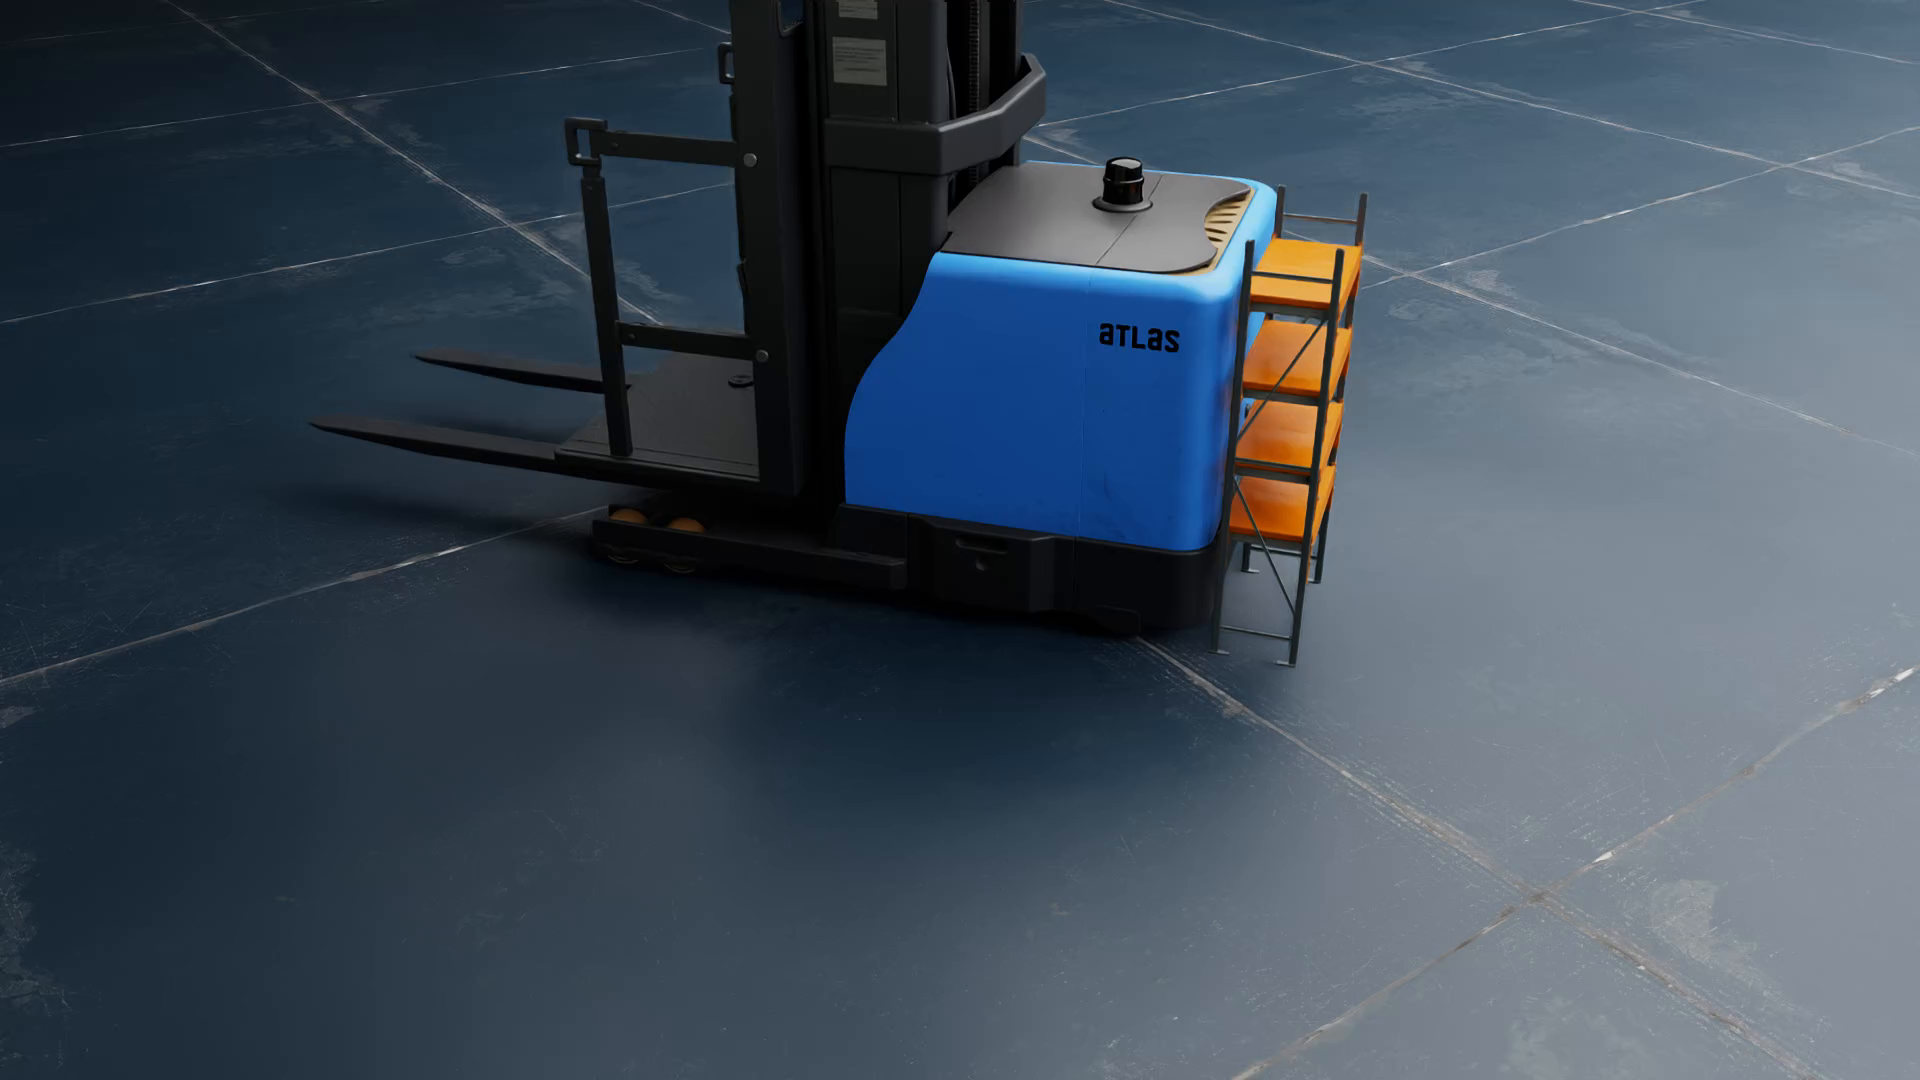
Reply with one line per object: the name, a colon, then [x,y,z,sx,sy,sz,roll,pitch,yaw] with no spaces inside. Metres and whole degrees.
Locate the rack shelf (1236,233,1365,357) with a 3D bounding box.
rack shelf: [0.897,-0.650,4.365,0.258,0.148,0.480,9,30,16]

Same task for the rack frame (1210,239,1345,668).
rack frame: [0.818,-0.194,4.350,0.240,1.200,0.015,9,30,16]

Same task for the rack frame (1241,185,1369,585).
rack frame: [0.975,-0.415,4.756,0.240,1.200,0.015,9,30,16]

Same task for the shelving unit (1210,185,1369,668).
shelving unit: [0.896,-0.305,4.553,0.258,1.200,0.503,9,30,16]

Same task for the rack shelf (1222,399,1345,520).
rack shelf: [0.896,-0.246,4.585,0.258,0.148,0.480,9,30,16]

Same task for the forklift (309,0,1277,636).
forklift: [-0.610,-1.417,4.787,3.031,2.935,1.130,8,30,15]

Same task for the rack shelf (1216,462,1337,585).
rack shelf: [0.896,-0.071,4.680,0.258,0.148,0.480,9,30,16]

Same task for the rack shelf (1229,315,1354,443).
rack shelf: [0.897,-0.442,4.478,0.258,0.148,0.480,9,30,16]
